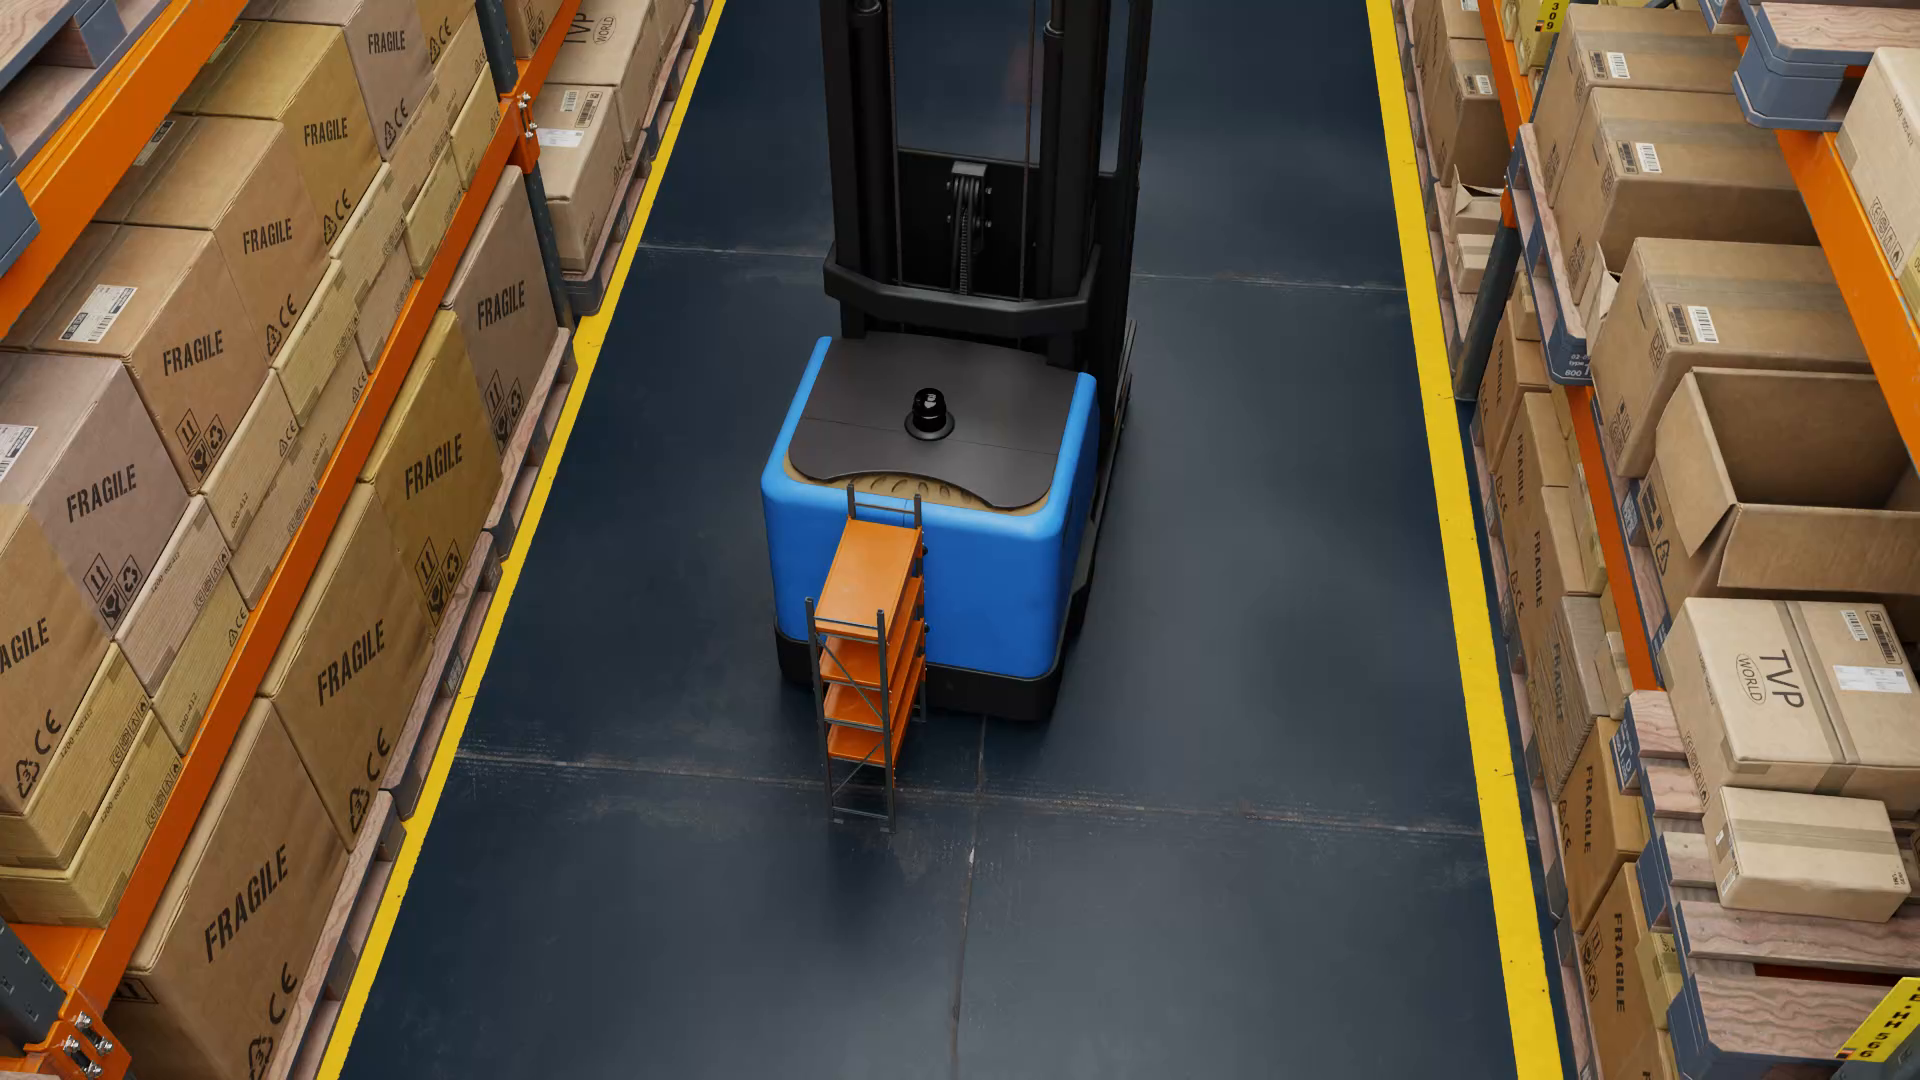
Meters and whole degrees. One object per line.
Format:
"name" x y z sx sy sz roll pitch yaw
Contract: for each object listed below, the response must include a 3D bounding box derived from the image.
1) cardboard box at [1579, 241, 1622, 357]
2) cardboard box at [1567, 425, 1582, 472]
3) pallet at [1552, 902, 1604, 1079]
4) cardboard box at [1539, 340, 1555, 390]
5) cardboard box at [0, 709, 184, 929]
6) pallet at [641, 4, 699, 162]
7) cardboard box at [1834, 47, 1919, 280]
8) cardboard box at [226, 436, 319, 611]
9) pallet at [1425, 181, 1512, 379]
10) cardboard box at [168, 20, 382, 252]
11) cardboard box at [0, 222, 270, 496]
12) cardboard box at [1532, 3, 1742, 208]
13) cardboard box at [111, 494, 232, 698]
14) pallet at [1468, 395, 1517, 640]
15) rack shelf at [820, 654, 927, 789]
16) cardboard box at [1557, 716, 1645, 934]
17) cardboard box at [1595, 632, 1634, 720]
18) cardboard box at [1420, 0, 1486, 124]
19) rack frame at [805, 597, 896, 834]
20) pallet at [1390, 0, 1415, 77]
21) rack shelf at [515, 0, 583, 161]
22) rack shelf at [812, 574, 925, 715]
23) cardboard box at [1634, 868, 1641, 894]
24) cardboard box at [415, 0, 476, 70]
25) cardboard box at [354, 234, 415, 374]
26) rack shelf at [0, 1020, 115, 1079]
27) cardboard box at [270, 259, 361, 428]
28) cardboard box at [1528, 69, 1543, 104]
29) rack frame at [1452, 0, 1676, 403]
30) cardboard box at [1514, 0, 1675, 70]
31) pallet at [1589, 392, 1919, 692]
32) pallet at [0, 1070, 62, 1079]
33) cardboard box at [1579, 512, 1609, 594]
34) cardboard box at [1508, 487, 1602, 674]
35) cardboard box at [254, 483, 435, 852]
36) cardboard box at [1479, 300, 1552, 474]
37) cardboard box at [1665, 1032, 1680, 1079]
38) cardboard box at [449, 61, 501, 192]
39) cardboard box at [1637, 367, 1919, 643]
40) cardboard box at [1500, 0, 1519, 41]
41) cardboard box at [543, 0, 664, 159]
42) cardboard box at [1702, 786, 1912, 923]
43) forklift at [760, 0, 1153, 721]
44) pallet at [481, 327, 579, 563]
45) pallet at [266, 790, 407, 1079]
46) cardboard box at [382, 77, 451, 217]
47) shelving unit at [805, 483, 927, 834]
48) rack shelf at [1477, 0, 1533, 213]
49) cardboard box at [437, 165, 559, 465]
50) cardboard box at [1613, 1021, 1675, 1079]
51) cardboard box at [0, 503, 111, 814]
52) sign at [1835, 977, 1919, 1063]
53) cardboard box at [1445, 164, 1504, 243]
"cardboard box" 2.169 -0.735 5.196 0.396 0.266 0.258 6 48 5
"cardboard box" 2.408 -0.304 5.965 0.380 0.149 0.250 3 48 3
"pallet" 2.418 1.701 5.051 1.003 0.211 1.213 4 48 4
"cardboard box" 2.431 -0.696 6.323 0.380 0.149 0.250 3 48 2
"cardboard box" -2.335 0.683 4.194 0.500 0.250 0.500 3 48 3
"pallet" -2.010 -2.476 8.871 1.003 0.211 1.213 4 48 4
"cardboard box" 2.208 -0.786 3.505 0.500 0.250 0.500 4 48 4
"cardboard box" -2.253 -0.081 4.893 0.500 0.250 0.500 5 48 5
"pallet" 2.741 -1.197 7.702 1.003 0.211 1.213 4 48 4
"cardboard box" -2.162 -1.238 5.105 0.500 0.500 0.500 5 48 5
"cardboard box" -2.244 -0.486 4.417 0.500 0.500 0.500 5 48 5
"cardboard box" 2.410 -1.468 5.708 0.700 0.500 0.500 5 48 5
"cardboard box" -2.290 0.121 4.369 0.500 0.250 0.500 5 48 4
"pallet" 2.641 -0.092 6.691 1.003 0.211 1.213 4 48 4
"rack shelf" -0.293 0.602 5.746 0.258 0.148 0.480 9 48 8
"cardboard box" 2.238 0.931 5.275 0.500 0.500 0.500 6 48 5
"cardboard box" 2.254 0.437 5.288 0.380 0.149 0.250 2 48 2
"cardboard box" 2.627 -2.420 8.340 0.500 0.500 0.500 5 48 4
"rack frame" -0.344 0.599 5.389 0.240 1.200 0.015 9 48 8
"pallet" 2.963 -2.990 9.342 1.003 0.211 1.213 4 48 4
"rack shelf" -2.084 -3.191 8.123 1.077 0.370 4.000 4 48 4
"rack shelf" -0.293 0.317 5.435 0.258 0.148 0.480 9 48 8
"cardboard box" 2.167 1.016 4.758 0.380 0.149 0.250 2 48 2
"cardboard box" -2.057 -1.990 5.792 0.500 0.500 0.500 5 48 5
"cardboard box" -2.168 -0.823 5.572 0.500 0.250 0.500 3 48 2
"rack shelf" -2.813 2.687 2.747 1.077 0.370 4.000 4 48 4
"cardboard box" -2.173 -0.616 5.043 0.500 0.250 0.500 5 48 4
"cardboard box" 2.455 -1.800 6.534 0.380 0.149 0.250 4 48 4
"rack frame" 2.677 -1.633 6.211 1.000 3.000 0.127 4 48 4
"cardboard box" 2.481 -2.074 6.514 0.500 0.250 0.500 5 48 5
"pallet" 2.485 -0.059 4.901 1.003 0.211 1.213 4 48 4
"pallet" -2.589 1.571 3.411 1.213 0.211 1.003 4 48 4
"cardboard box" 2.323 0.059 5.633 0.380 0.149 0.250 5 48 5
"cardboard box" 2.321 0.167 5.974 0.500 0.500 0.500 3 48 2
"cardboard box" -2.399 0.393 5.513 0.875 0.875 0.875 4 48 4
"cardboard box" 2.409 -0.591 6.667 0.500 0.500 0.500 6 48 5
"cardboard box" 2.106 1.409 4.398 0.380 0.149 0.250 2 48 2
"cardboard box" -2.056 -1.567 6.252 0.500 0.250 0.500 3 48 3
"cardboard box" 2.277 -0.082 4.438 0.797 0.503 0.637 3 48 3
"cardboard box" 2.457 -2.185 6.886 0.380 0.149 0.250 5 48 5
"cardboard box" -2.021 -2.353 8.321 0.875 0.438 0.875 3 48 2
"cardboard box" 1.991 0.741 3.925 0.380 0.149 0.250 5 48 4
"forklift" 0.131 -1.440 6.081 1.130 2.935 3.031 9 48 8
"pallet" -2.261 -0.451 7.020 1.003 0.211 1.213 4 48 4
"pallet" -2.484 1.342 5.380 1.003 0.211 1.213 4 48 4
"cardboard box" -2.102 -1.374 5.737 0.500 0.250 0.500 5 48 4
"shelving unit" -0.293 0.423 5.550 0.258 1.200 0.503 9 48 8
"rack shelf" 2.860 -2.860 7.821 1.077 0.370 4.000 4 48 4
"cardboard box" -2.243 -0.928 6.721 0.875 0.875 0.875 5 48 5
"cardboard box" 2.137 1.683 4.588 0.500 0.500 0.500 5 48 5
"cardboard box" -2.342 0.258 3.736 0.500 0.500 0.500 2 48 2
"sign" 1.771 0.912 3.152 0.100 0.325 0.005 4 48 4
"cardboard box" 2.468 -1.544 7.697 0.396 0.266 0.258 5 48 5
